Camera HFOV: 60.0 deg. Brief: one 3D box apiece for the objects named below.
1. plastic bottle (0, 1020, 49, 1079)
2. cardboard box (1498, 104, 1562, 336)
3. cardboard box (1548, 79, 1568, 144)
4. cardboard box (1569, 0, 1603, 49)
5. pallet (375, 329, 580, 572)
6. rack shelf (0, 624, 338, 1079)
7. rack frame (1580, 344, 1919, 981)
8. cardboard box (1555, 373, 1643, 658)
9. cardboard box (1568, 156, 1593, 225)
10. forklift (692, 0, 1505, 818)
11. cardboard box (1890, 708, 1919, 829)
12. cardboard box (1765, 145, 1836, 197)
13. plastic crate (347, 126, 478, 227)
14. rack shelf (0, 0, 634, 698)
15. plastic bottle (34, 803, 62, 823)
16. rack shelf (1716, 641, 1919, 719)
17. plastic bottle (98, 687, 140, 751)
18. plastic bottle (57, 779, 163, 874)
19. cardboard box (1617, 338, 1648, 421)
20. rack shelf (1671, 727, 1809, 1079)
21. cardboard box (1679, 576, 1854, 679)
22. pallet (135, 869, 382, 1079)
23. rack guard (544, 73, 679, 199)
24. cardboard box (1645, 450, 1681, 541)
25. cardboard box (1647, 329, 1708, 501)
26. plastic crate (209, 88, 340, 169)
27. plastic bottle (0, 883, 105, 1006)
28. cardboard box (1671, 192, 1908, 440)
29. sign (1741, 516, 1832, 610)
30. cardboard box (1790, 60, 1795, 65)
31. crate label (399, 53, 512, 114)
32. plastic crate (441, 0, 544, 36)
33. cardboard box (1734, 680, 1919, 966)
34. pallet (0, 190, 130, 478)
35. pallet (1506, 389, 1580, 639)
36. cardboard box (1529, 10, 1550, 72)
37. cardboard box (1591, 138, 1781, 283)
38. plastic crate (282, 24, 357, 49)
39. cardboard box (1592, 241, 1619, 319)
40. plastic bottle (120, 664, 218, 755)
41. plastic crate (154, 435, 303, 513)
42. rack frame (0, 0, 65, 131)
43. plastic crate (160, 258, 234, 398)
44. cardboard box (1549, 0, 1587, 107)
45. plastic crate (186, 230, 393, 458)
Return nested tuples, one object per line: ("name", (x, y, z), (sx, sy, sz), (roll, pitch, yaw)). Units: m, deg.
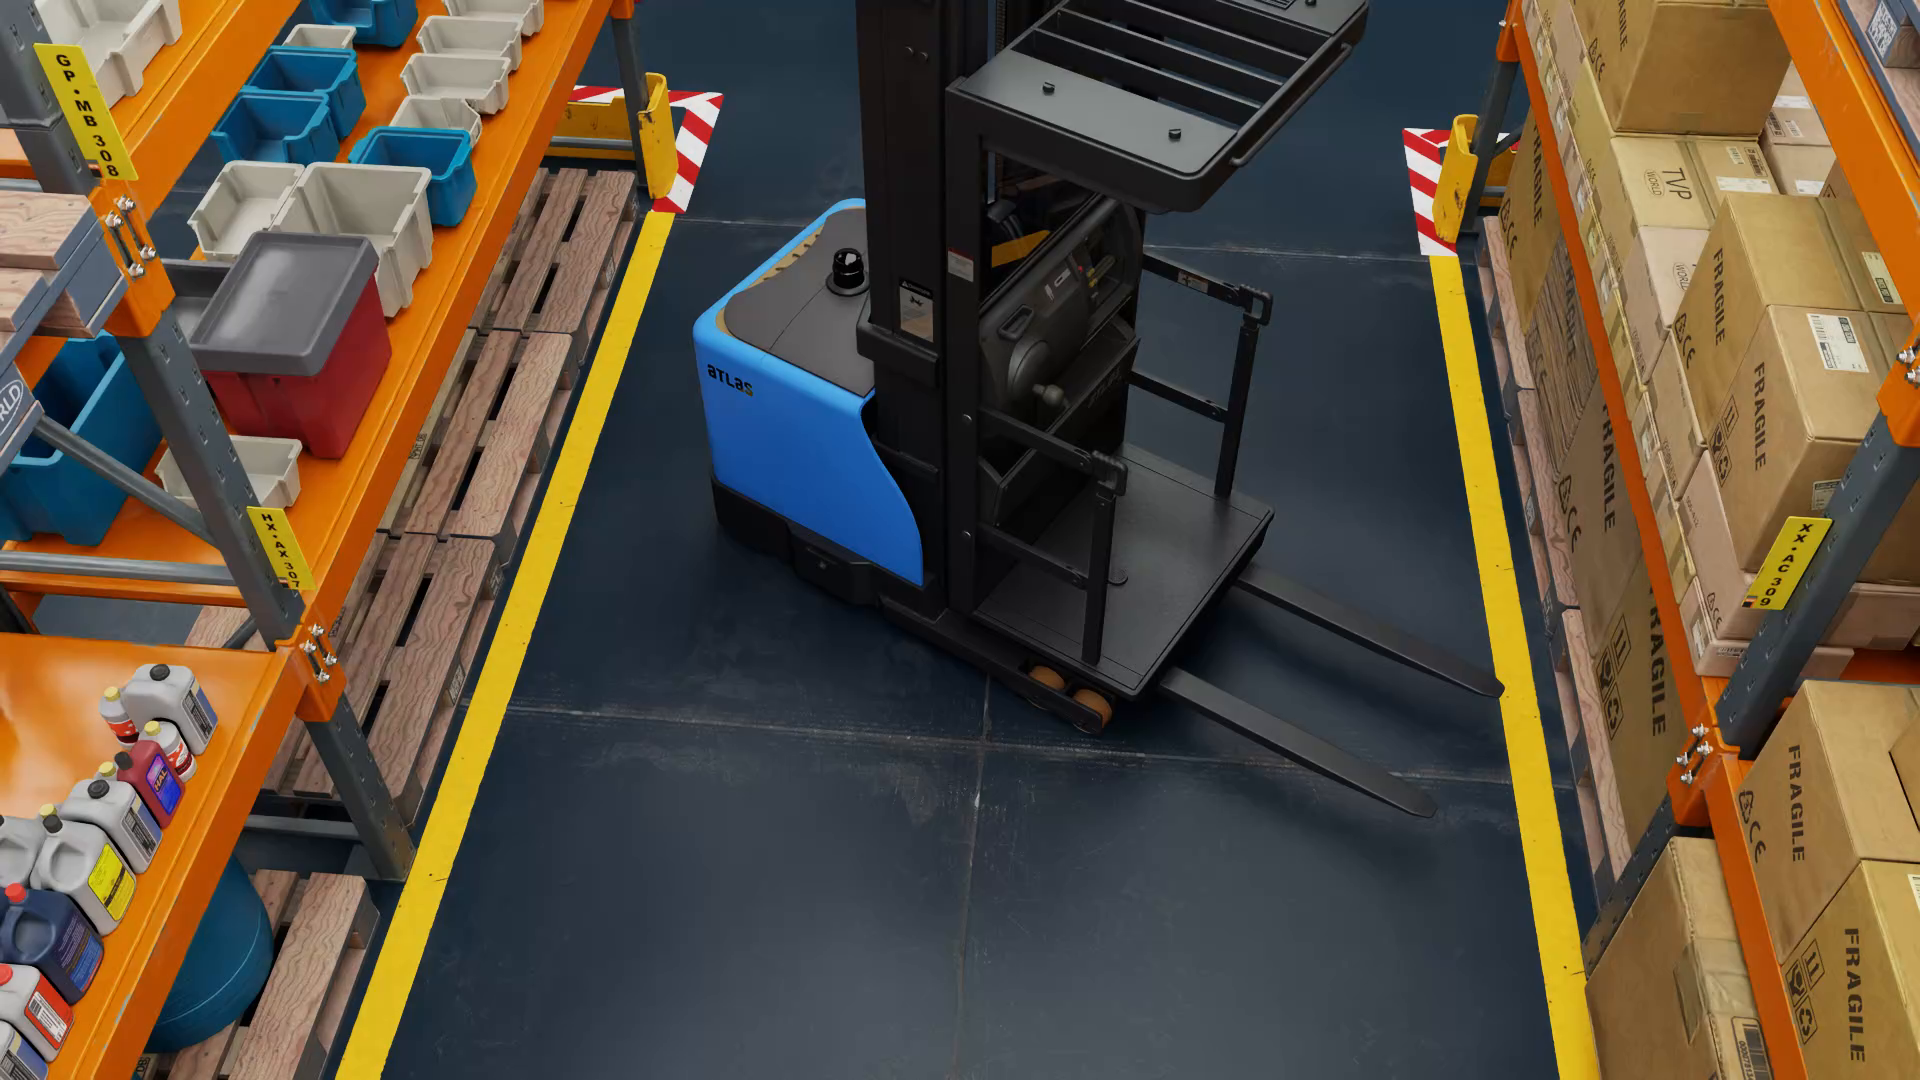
("plastic bottle", (-2.199, 1.258, 3.651), (0.152, 0.276, 0.367), (4, 48, 4))
("cardboard box", (2.935, -1.474, 7.221), (0.875, 0.875, 0.875), (4, 48, 4))
("cardboard box", (2.486, -1.633, 6.381), (0.380, 0.149, 0.250), (3, 48, 3))
("cardboard box", (2.556, -2.126, 6.053), (0.500, 0.500, 0.500), (3, 48, 3))
("pallet", (-2.246, -0.420, 6.991), (1.003, 0.211, 1.213), (4, 48, 4))
("rack shelf", (-2.565, 1.794, 3.564), (1.077, 0.370, 4.000), (4, 48, 4))
("rack frame", (2.550, 0.414, 4.338), (1.000, 3.000, 0.127), (4, 48, 4))
("cardboard box", (2.771, -0.151, 6.011), (0.875, 0.875, 0.875), (4, 48, 4))
("cardboard box", (2.438, -1.257, 6.037), (0.380, 0.149, 0.250), (3, 48, 3))
("forklift", (0.517, -0.732, 5.433), (3.031, 2.935, 1.130), (26, 53, 22))
("cardboard box", (2.500, 0.512, 3.501), (0.797, 0.503, 0.637), (3, 48, 3))
("cardboard box", (2.998, -1.071, 5.597), (0.500, 0.250, 0.500), (4, 48, 4))
("plastic crate", (-1.950, -1.295, 5.975), (0.416, 0.233, 0.300), (4, 48, 4))
("rack shelf", (-2.201, -1.146, 6.253), (1.077, 0.370, 4.000), (4, 48, 4))
("plastic bottle", (-2.256, 0.733, 4.181), (0.097, 0.201, 0.097), (0, 48, 0))
("rack shelf", (2.732, -0.879, 5.876), (0.919, 0.124, 3.809), (4, 48, 4))
("plastic bottle", (-2.223, 0.465, 4.427), (0.097, 0.201, 0.097), (0, 48, 0))
("plastic bottle", (-2.130, 0.703, 4.158), (0.152, 0.276, 0.135), (4, 48, 4))
("cardboard box", (2.344, -0.503, 5.348), (0.380, 0.149, 0.250), (5, 48, 4))
("rack shelf", (2.367, 2.127, 3.260), (1.077, 0.370, 4.000), (4, 48, 4))
("cardboard box", (2.251, 0.253, 4.656), (0.380, 0.149, 0.250), (4, 48, 4))
("pallet", (-2.495, 1.587, 5.156), (1.003, 0.211, 1.213), (4, 48, 4))
("rack guard", (-2.029, -2.033, 8.271), (1.175, 0.500, 0.348), (4, 48, 4))
("cardboard box", (2.298, -0.125, 5.002), (0.380, 0.149, 0.250), (3, 48, 3))
("cardboard box", (2.373, -0.358, 4.945), (0.500, 0.250, 0.500), (5, 48, 5))
("plastic crate", (-2.516, -1.474, 6.139), (0.416, 0.233, 0.300), (4, 48, 4))
("plastic bottle", (-2.158, 0.931, 3.899), (0.144, 0.351, 0.185), (4, 48, 4))
("cardboard box", (2.375, -0.612, 4.669), (0.500, 0.500, 0.500), (4, 48, 4))
("sign", (1.997, 0.059, 4.023), (0.100, 0.325, 0.005), (4, 48, 4))
("cardboard box", (3.087, -1.828, 6.289), (0.500, 0.250, 0.500), (3, 48, 3))
("crate label", (-1.954, -1.760, 6.465), (0.396, 0.136, 0.243), (4, 48, 4))
("plastic crate", (-1.912, -2.178, 6.847), (0.396, 0.136, 0.243), (4, 48, 4))
("cardboard box", (2.259, 0.702, 4.008), (0.500, 0.500, 0.500), (4, 48, 4))
("pallet", (-2.357, -0.285, 3.073), (1.213, 0.211, 1.003), (4, 48, 4))
("pallet", (2.805, -0.097, 6.696), (1.003, 0.211, 1.213), (4, 48, 4))
("cardboard box", (2.531, -2.013, 6.729), (0.380, 0.149, 0.250), (3, 48, 3))
("cardboard box", (2.469, -1.105, 5.628), (0.500, 0.250, 0.500), (3, 48, 3))
("plastic crate", (-2.542, -1.901, 6.594), (0.250, 0.136, 0.298), (4, 48, 4))
("cardboard box", (2.392, -0.878, 5.691), (0.380, 0.149, 0.250), (5, 48, 4))
("plastic bottle", (-2.097, 0.434, 4.404), (0.152, 0.276, 0.135), (4, 48, 4))
("plastic crate", (-2.198, -0.182, 5.022), (0.396, 0.136, 0.243), (4, 48, 4))
("rack frame", (-2.383, -1.943, 2.429), (1.000, 3.000, 0.127), (4, 48, 4))
("plastic crate", (-2.548, -0.687, 5.491), (0.437, 0.125, 0.590), (4, 48, 4))
("cardboard box", (2.561, -1.858, 6.316), (0.500, 0.250, 0.500), (3, 48, 3))
("plastic crate", (-2.052, -0.600, 5.182), (0.402, 0.464, 0.583), (4, 48, 4))
